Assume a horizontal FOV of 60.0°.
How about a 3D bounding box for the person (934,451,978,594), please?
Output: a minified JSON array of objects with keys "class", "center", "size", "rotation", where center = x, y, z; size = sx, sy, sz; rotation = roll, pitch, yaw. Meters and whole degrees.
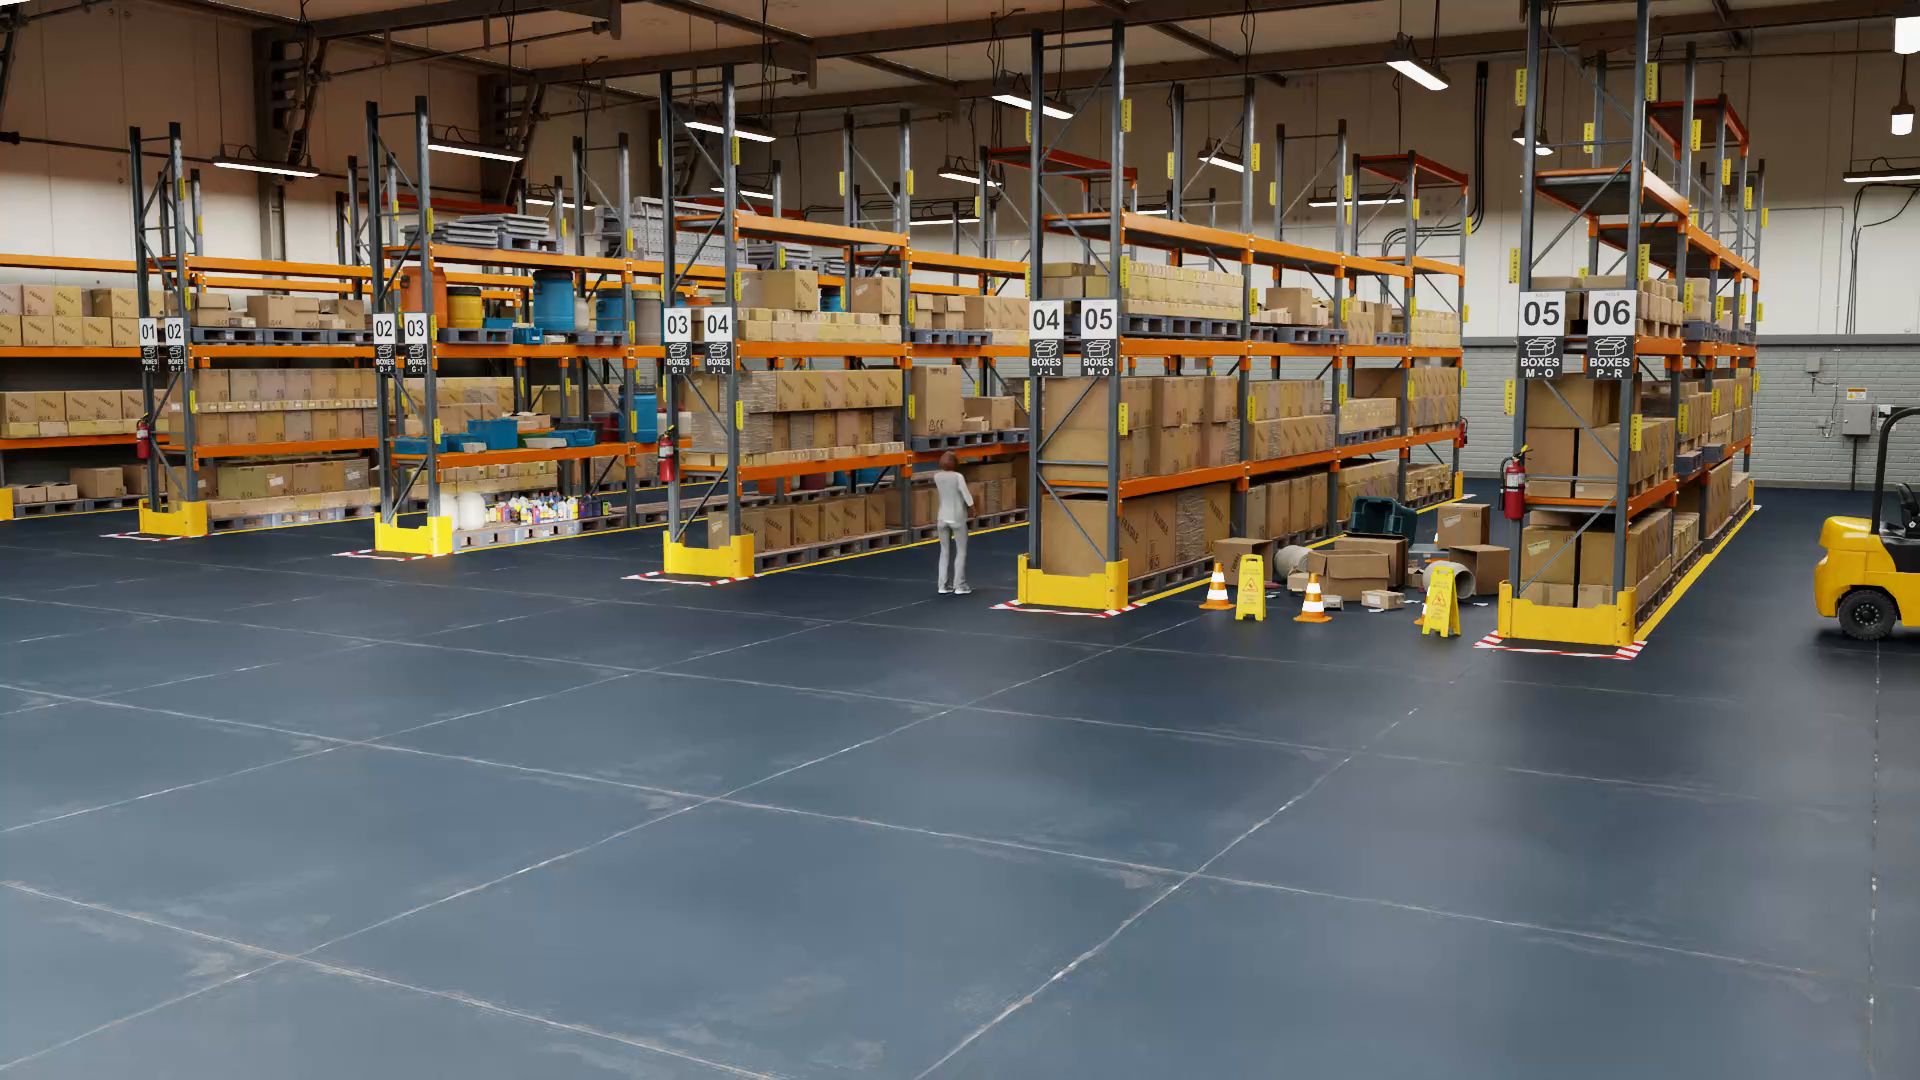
[{"class":"person","center":[-0.040,-0.201,18.457],"size":[0.404,1.591,0.492],"rotation":[4,7,30]}]
